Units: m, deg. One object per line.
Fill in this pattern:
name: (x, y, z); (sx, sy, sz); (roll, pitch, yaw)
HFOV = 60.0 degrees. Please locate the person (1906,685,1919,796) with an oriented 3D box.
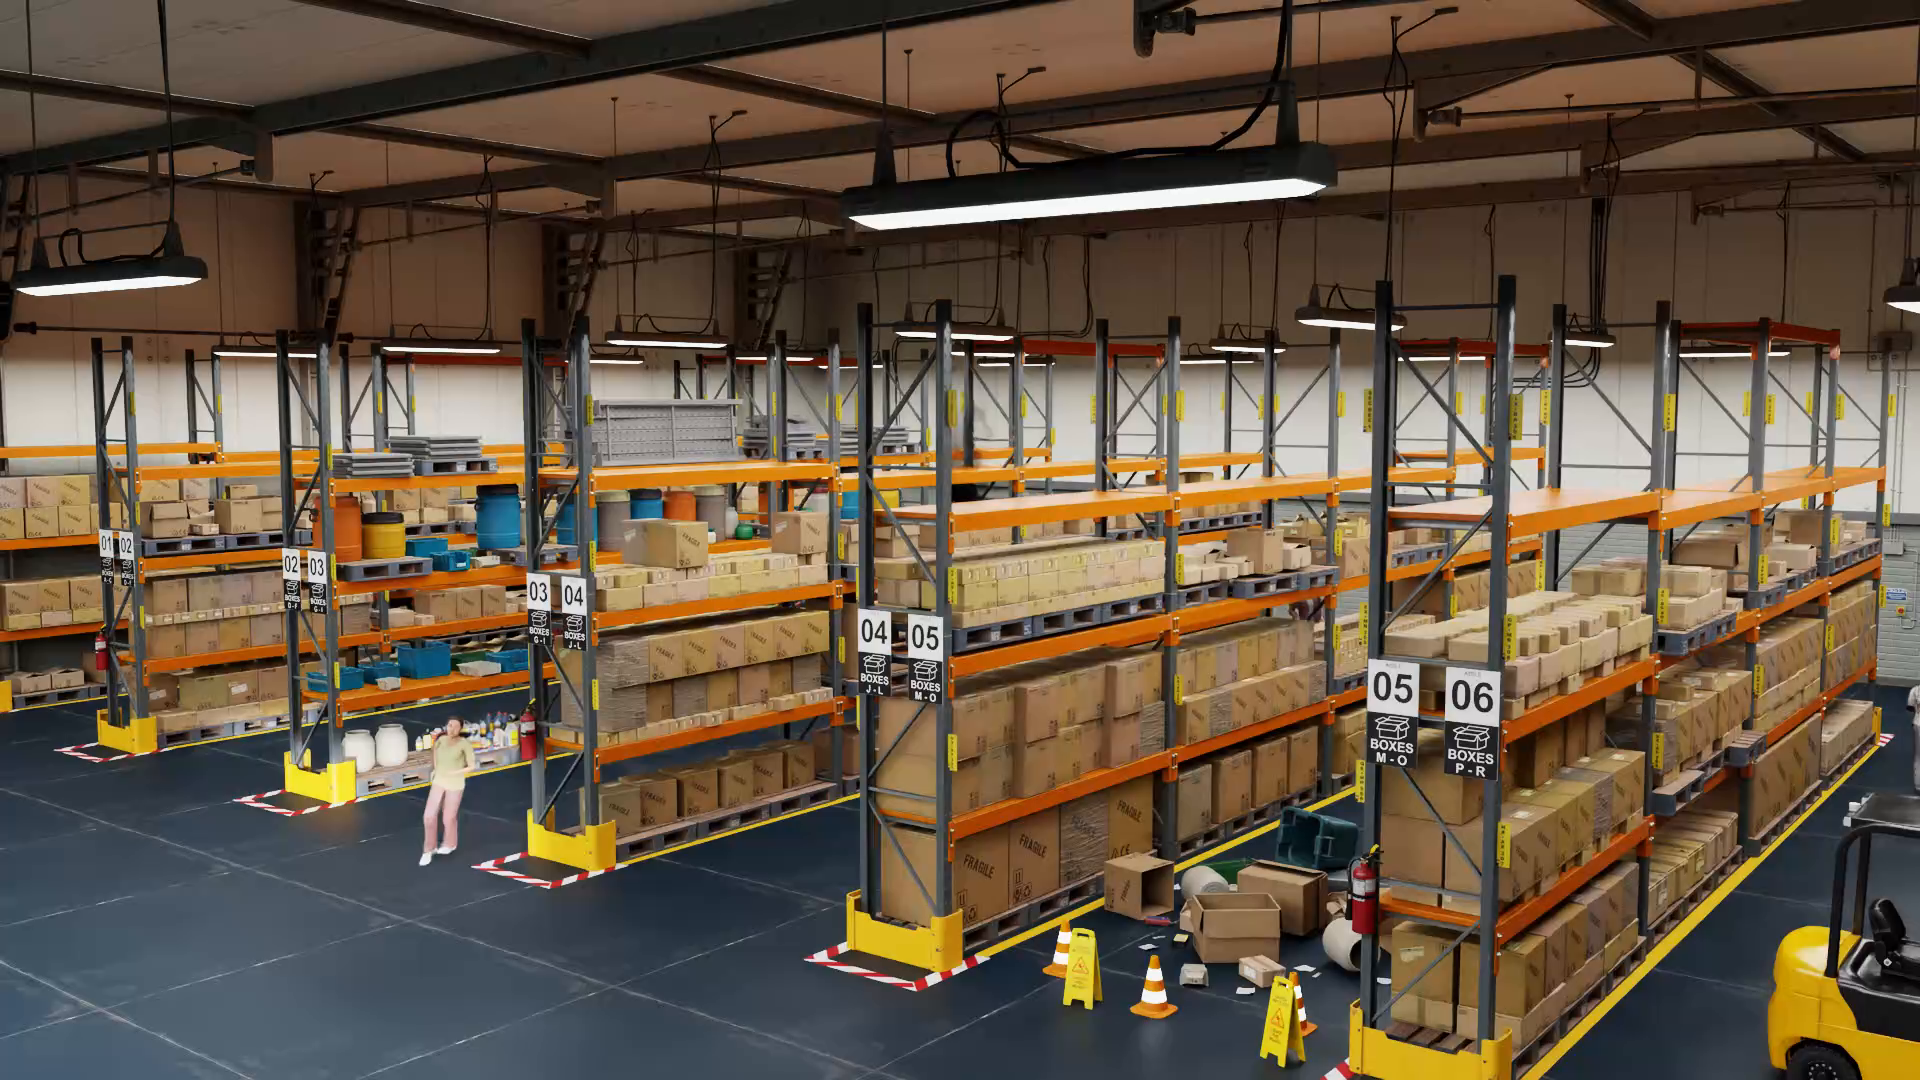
person: (12.404, 2.461, 21.294); (0.547, 1.738, 0.863); (3, 6, 33)

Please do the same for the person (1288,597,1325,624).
person: (6.488, 1.603, 31.051); (0.713, 1.724, 0.698); (-1, 5, -10)

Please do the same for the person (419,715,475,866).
person: (-5.642, 2.754, 18.430); (0.611, 1.678, 0.635); (0, 5, 5)

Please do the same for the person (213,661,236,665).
person: (-12.174, 1.918, 27.618); (0.624, 1.669, 0.874); (3, 6, 29)
